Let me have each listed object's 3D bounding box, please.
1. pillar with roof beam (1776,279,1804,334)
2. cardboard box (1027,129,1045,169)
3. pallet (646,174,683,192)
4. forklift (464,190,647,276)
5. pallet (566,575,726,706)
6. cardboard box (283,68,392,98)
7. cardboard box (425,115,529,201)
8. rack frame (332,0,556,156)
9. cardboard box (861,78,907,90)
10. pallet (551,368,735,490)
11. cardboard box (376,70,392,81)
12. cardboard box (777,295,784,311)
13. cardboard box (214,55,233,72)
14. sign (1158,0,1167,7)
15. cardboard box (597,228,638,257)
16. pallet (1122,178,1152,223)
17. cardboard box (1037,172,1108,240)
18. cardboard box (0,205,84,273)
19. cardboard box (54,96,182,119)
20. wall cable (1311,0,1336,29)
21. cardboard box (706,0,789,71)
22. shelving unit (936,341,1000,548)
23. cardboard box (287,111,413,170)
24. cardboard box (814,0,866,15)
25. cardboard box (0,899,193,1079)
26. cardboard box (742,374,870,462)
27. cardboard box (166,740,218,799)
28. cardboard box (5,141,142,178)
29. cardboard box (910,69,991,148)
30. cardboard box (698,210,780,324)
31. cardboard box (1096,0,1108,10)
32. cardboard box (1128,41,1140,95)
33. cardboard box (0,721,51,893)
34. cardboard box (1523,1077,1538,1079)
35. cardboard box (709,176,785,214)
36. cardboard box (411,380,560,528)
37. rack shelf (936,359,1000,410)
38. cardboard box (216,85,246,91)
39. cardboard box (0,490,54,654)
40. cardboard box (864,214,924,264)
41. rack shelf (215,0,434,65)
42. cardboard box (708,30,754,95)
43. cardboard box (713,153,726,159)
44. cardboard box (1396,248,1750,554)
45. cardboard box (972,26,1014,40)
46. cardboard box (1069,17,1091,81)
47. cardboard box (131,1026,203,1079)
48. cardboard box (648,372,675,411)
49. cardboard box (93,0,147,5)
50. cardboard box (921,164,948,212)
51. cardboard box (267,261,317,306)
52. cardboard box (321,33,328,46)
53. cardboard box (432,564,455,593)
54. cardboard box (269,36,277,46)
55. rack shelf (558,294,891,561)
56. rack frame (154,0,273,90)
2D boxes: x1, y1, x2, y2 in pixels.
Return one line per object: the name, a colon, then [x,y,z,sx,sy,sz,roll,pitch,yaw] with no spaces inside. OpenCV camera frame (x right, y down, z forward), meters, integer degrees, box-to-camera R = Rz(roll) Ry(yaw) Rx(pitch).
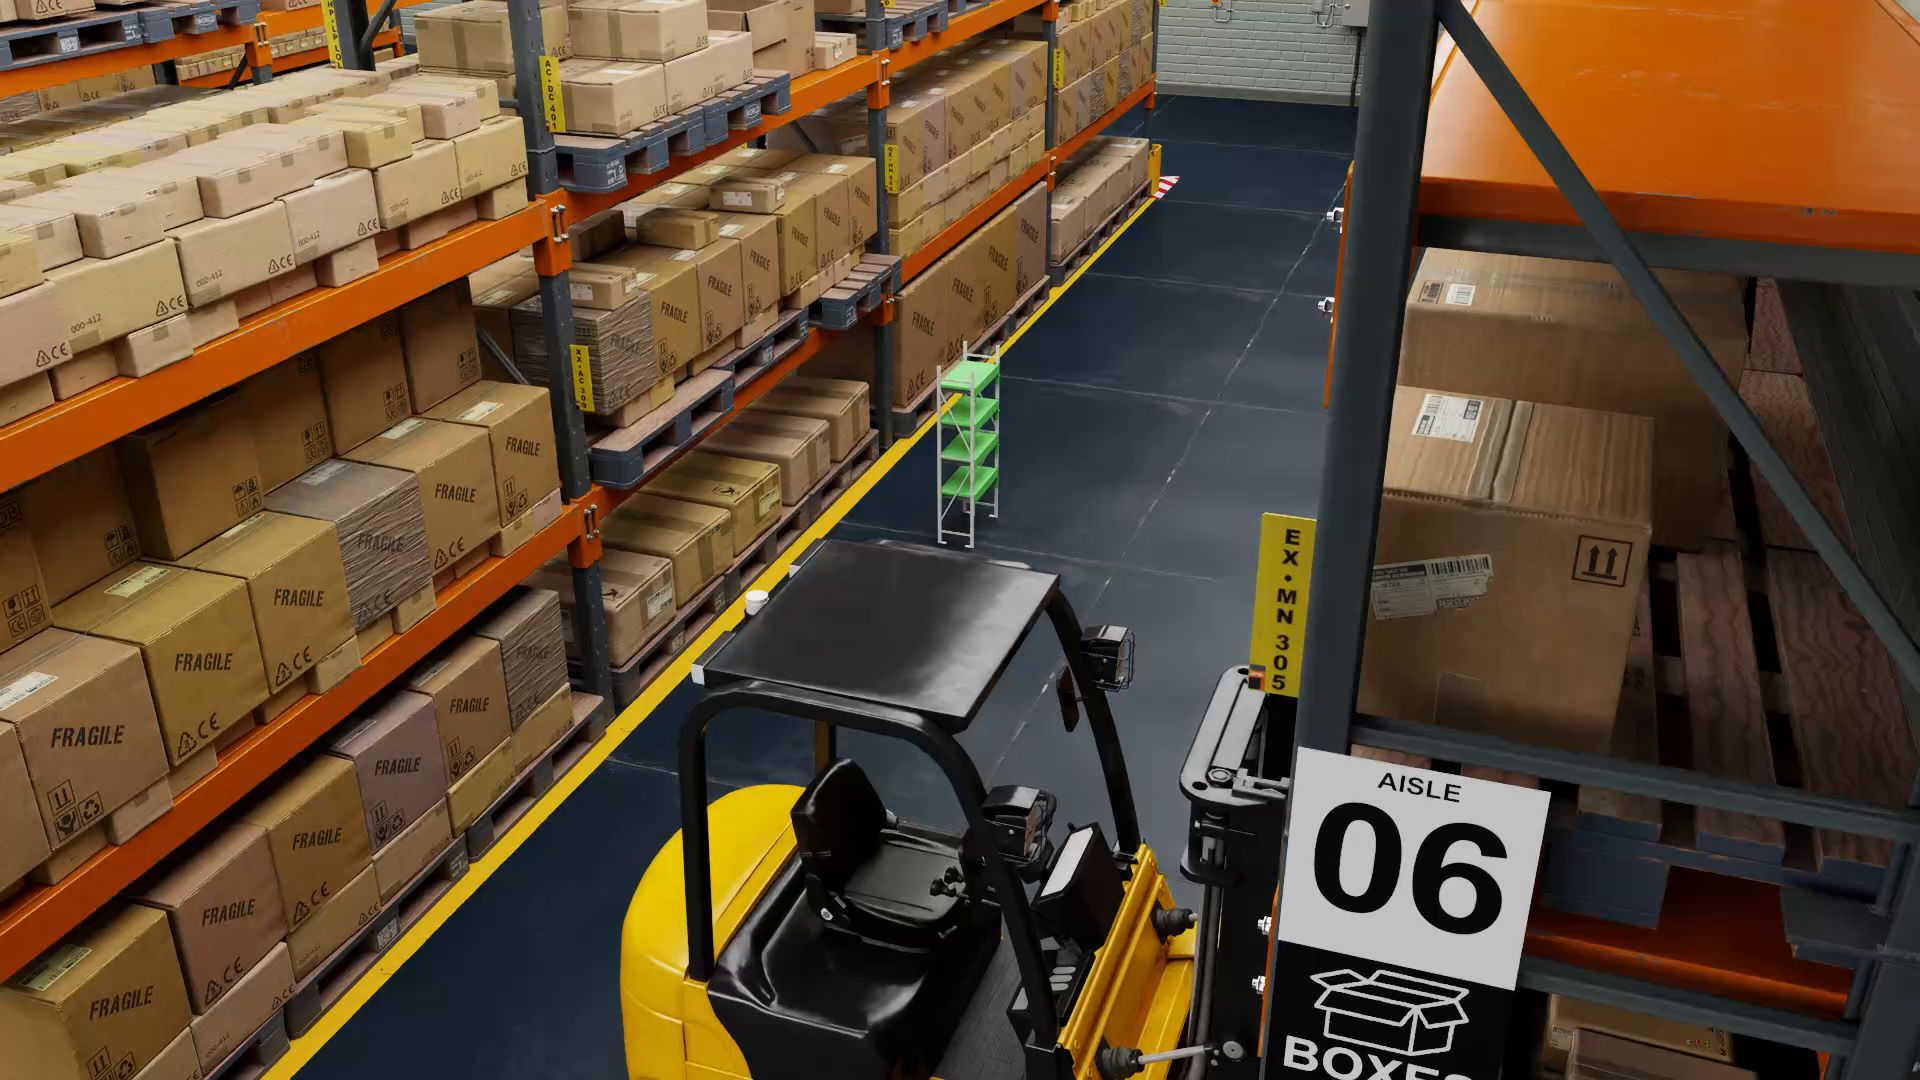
pillar with roof beam: [0.057,-4.038,8.764,9.100,9.000,0.400,9,27,17]
cardboard box: [0.438,-3.454,14.613,0.500,0.250,0.500,8,27,16]
pallet: [-3.758,-3.947,18.661,1.003,0.211,1.213,9,27,17]
forklift: [-2.930,-2.126,11.777,1.130,2.935,3.031,10,28,19]
pallet: [-2.055,0.480,9.515,1.003,0.211,1.213,9,27,17]
cardboard box: [-2.725,-1.968,7.304,0.380,0.149,0.250,8,27,17]
cardboard box: [-2.206,-1.650,7.104,0.500,0.250,0.500,8,27,17]
rack frame: [-2.313,-3.155,6.939,1.000,3.000,0.127,9,27,17]
cardboard box: [-0.722,-3.259,12.777,0.500,0.500,0.500,9,27,17]
pallet: [-1.921,-0.661,8.893,1.003,0.211,1.213,9,27,17]
cardboard box: [-5.346,-4.135,14.973,0.380,0.149,0.250,10,28,19]
cardboard box: [-1.304,-1.472,10.155,0.380,0.149,0.250,9,27,18]
cardboard box: [-8.409,-5.356,18.658,0.380,0.149,0.250,10,27,19]
sign: [2.188,-5.929,17.953,0.100,0.325,0.005,9,27,17]
cardboard box: [-2.034,-1.461,9.387,0.500,0.500,0.500,10,27,19]
pallet: [1.488,-3.791,18.337,1.003,0.211,1.213,9,27,17]
cardboard box: [0.957,-3.388,16.764,0.875,0.438,0.875,8,27,16]
cardboard box: [-2.977,-0.931,5.161,0.380,0.149,0.250,9,27,17]
cardboard box: [-6.009,-2.879,11.991,0.700,0.500,0.500,8,27,17]
wall cable: [4.876,-7.963,22.588,0.588,1.984,0.122,9,27,17]
cardboard box: [-1.462,-2.864,9.662,0.797,0.503,0.637,9,27,17]
shelving unit: [0.055,-0.608,10.629,0.258,1.200,0.503,9,27,17]
cardboard box: [-2.360,-1.551,6.442,0.380,0.149,0.250,10,27,19]
cardboard box: [-0.999,-3.861,11.239,0.797,0.503,0.637,7,27,14]
cardboard box: [-3.107,1.599,5.818,0.500,0.500,0.500,8,27,16]
cardboard box: [-1.179,-0.874,11.646,0.950,0.372,0.625,7,27,14]
cardboard box: [-2.918,0.781,5.983,0.380,0.149,0.250,9,27,19]
cardboard box: [-3.165,-1.317,5.960,0.380,0.149,0.250,9,27,18]
cardboard box: [-0.073,-3.383,13.033,0.500,0.500,0.500,9,27,18]
cardboard box: [-1.382,-1.593,9.661,0.500,0.500,0.500,8,27,15]
cardboard box: [1.224,-5.244,16.133,0.380,0.149,0.250,9,27,18]
cardboard box: [1.588,-4.990,17.500,0.500,0.500,0.500,8,27,16]
cardboard box: [-3.225,0.856,5.084,0.500,0.500,0.500,8,27,17]
cardboard box: [1.418,1.358,3.644,0.380,0.149,0.250,9,27,17]
cardboard box: [-1.260,-2.045,9.849,0.380,0.149,0.250,7,27,15]
cardboard box: [-2.226,-0.415,7.708,0.500,0.500,0.500,8,27,16]
rack shelf: [0.055,-0.983,10.448,0.258,0.148,0.480,9,27,17]
cardboard box: [-8.701,-4.671,18.912,0.875,0.875,0.875,9,27,17]
cardboard box: [-3.504,0.112,5.473,0.700,0.500,0.500,9,27,18]
cardboard box: [-0.582,-2.195,12.014,0.500,0.250,0.500,8,27,17]
rack shelf: [-5.018,-4.623,14.239,1.077,0.370,4.000,9,27,17]
cardboard box: [-1.426,-2.527,8.775,0.500,0.250,0.500,8,27,17]
cardboard box: [-2.990,-4.601,19.600,0.380,0.149,0.250,10,27,19]
cardboard box: [1.391,-0.345,3.867,0.700,0.500,0.500,9,27,18]
cardboard box: [0.246,-4.471,15.280,0.500,0.500,0.500,9,27,17]
cardboard box: [0.910,-4.604,15.555,0.500,0.500,0.500,8,27,17]
cardboard box: [-3.115,1.946,5.961,0.500,0.250,0.500,9,27,17]
cardboard box: [-1.740,-0.813,8.794,0.380,0.149,0.250,9,27,18]
cardboard box: [-5.748,-3.845,11.314,0.500,0.311,0.500,9,27,17]
cardboard box: [-0.407,-2.640,12.360,0.500,0.250,0.500,9,27,19]
cardboard box: [-2.652,-1.002,6.224,0.380,0.149,0.250,9,27,19]
cardboard box: [-7.811,-6.096,20.186,0.380,0.149,0.250,8,27,16]
cardboard box: [-2.465,0.135,7.318,0.380,0.149,0.250,8,27,17]
cardboard box: [-8.255,-5.818,19.155,0.500,0.250,0.500,9,27,19]
rack shelf: [-1.647,-0.953,10.101,1.077,0.370,4.000,9,27,17]
rack frame: [-5.683,-2.775,13.038,1.000,3.000,0.127,9,27,17]
